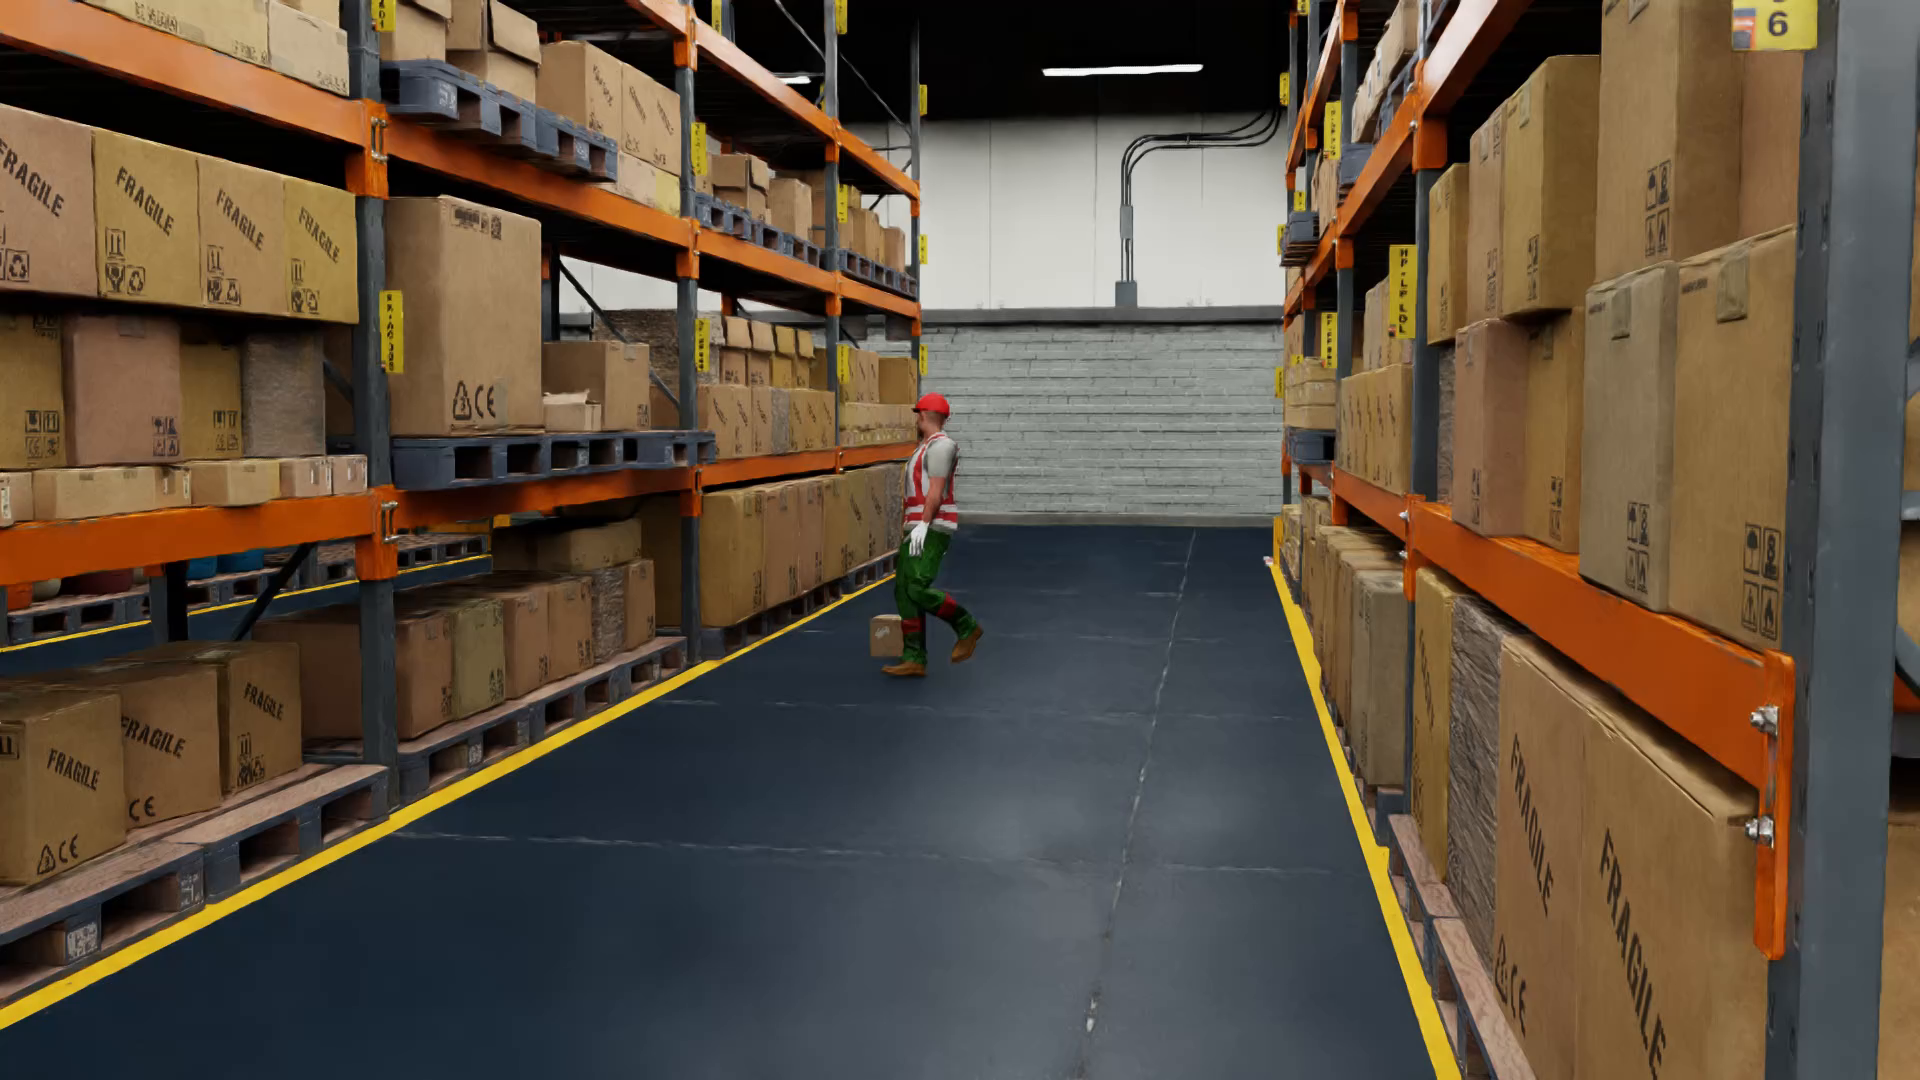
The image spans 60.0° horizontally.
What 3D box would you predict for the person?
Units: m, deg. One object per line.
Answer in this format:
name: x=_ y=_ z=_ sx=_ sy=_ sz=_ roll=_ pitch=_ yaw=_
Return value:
person: x=-0.223 y=-0.042 z=10.308 sx=0.669 sy=1.744 sz=0.600 roll=-2 pitch=5 yaw=-19
